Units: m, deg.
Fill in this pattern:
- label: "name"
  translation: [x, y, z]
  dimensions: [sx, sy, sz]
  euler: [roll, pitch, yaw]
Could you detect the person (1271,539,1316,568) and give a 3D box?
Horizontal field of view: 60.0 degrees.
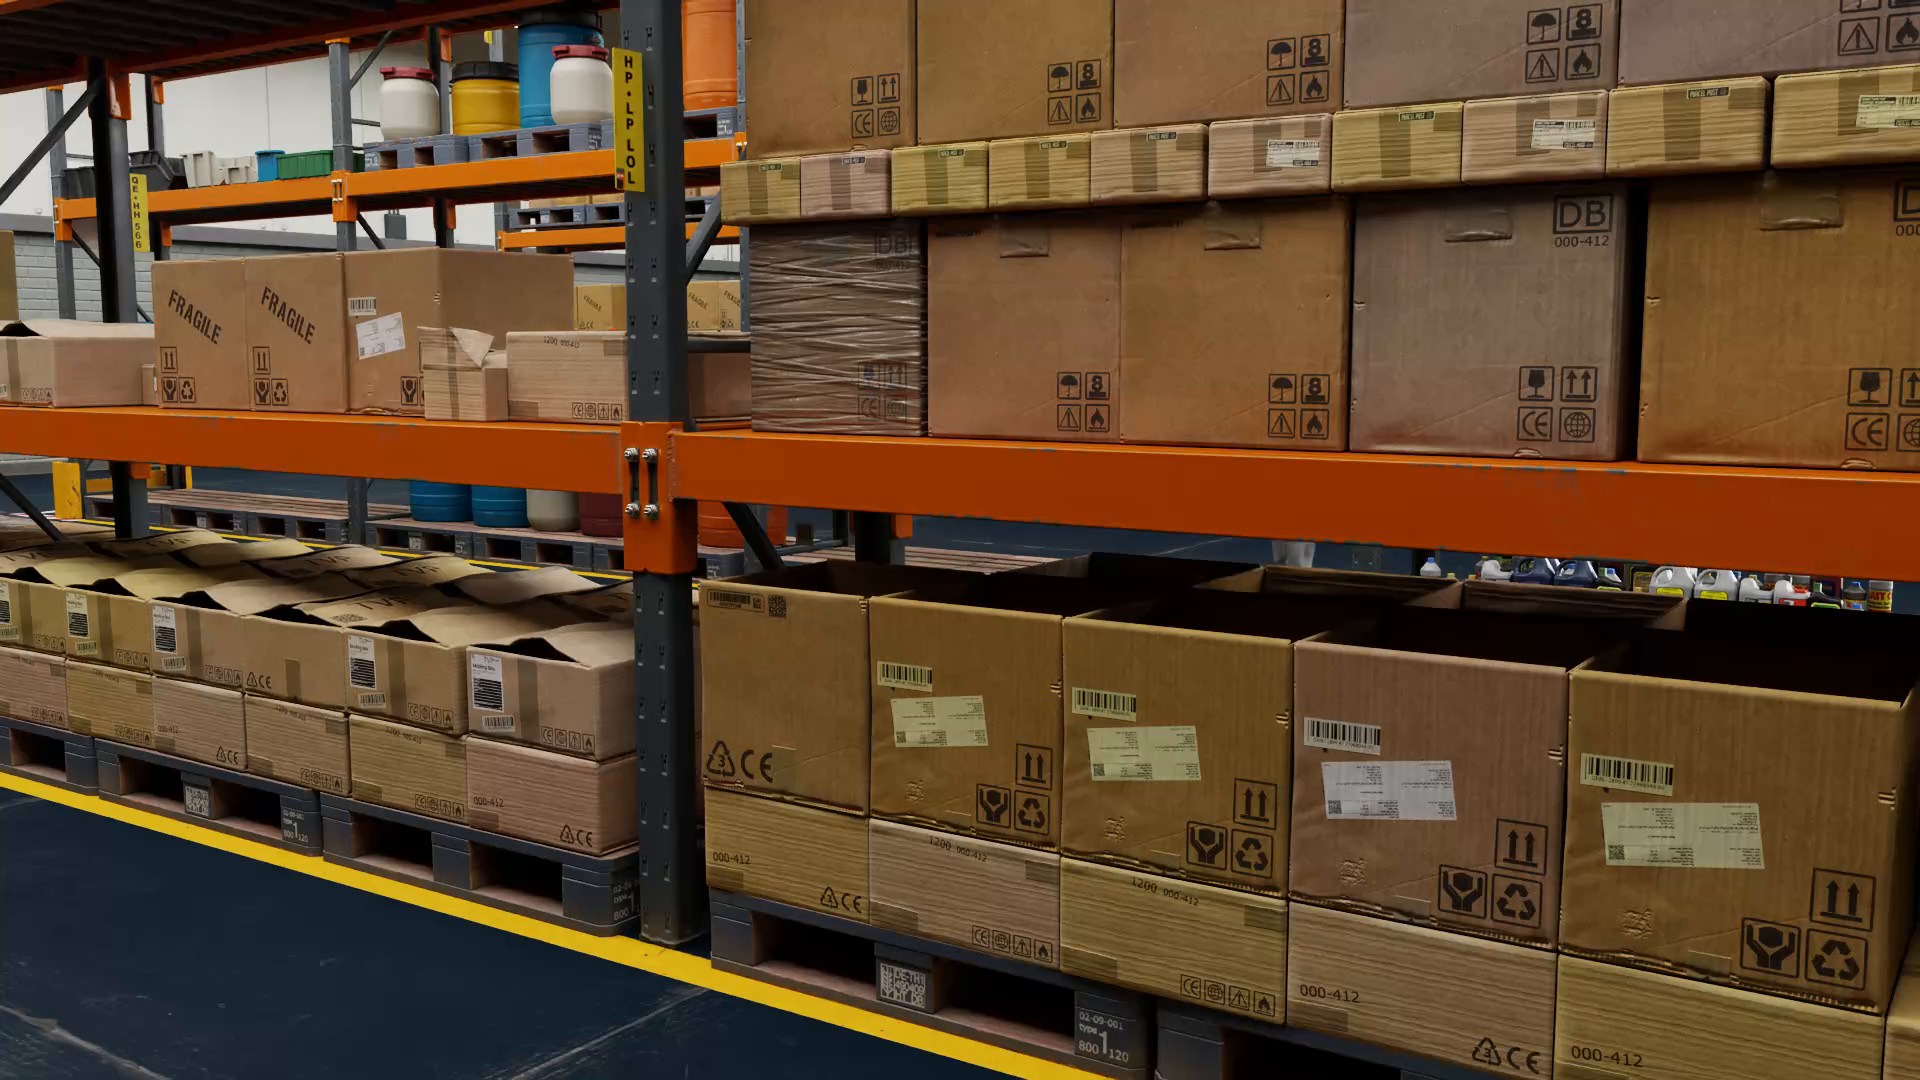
- label: "person"
  translation: [1.484, -0.136, 7.324]
  dimensions: [0.318, 1.602, 0.519]
  euler: [3, 7, 25]
